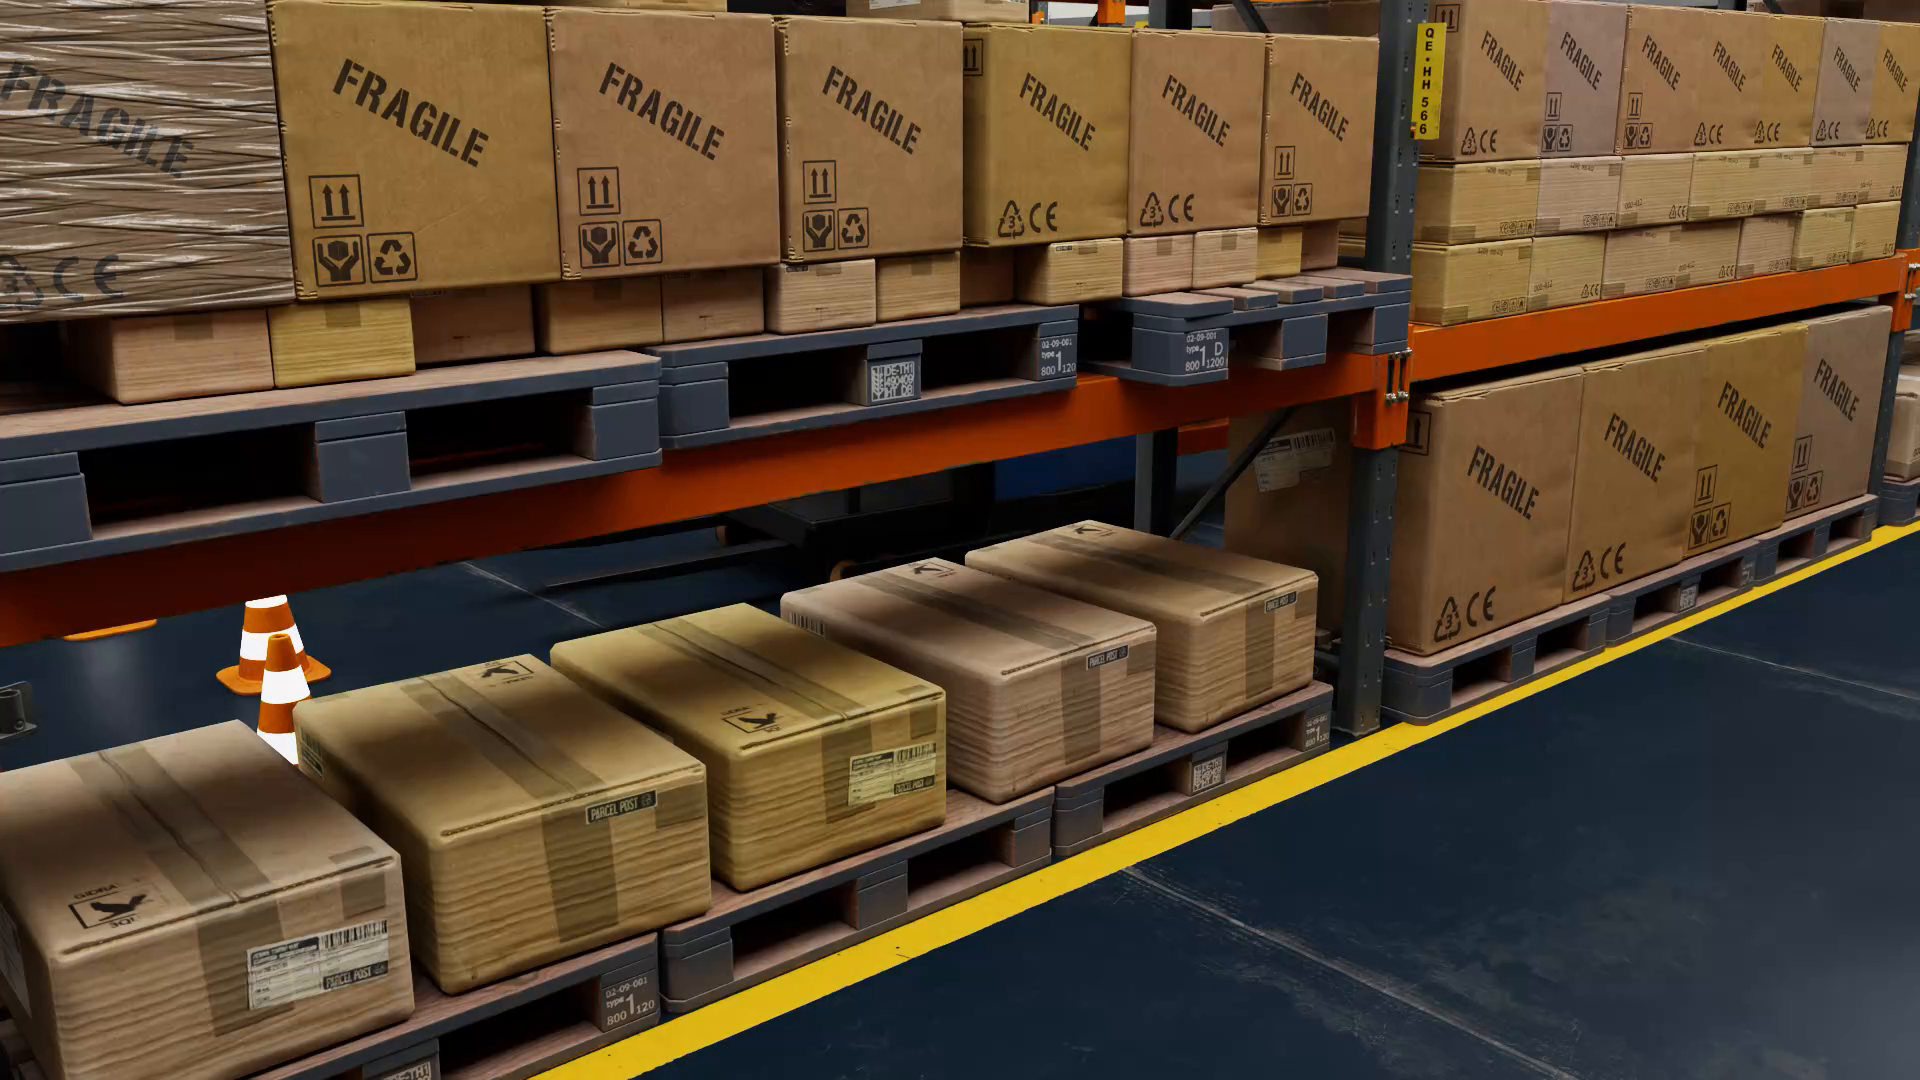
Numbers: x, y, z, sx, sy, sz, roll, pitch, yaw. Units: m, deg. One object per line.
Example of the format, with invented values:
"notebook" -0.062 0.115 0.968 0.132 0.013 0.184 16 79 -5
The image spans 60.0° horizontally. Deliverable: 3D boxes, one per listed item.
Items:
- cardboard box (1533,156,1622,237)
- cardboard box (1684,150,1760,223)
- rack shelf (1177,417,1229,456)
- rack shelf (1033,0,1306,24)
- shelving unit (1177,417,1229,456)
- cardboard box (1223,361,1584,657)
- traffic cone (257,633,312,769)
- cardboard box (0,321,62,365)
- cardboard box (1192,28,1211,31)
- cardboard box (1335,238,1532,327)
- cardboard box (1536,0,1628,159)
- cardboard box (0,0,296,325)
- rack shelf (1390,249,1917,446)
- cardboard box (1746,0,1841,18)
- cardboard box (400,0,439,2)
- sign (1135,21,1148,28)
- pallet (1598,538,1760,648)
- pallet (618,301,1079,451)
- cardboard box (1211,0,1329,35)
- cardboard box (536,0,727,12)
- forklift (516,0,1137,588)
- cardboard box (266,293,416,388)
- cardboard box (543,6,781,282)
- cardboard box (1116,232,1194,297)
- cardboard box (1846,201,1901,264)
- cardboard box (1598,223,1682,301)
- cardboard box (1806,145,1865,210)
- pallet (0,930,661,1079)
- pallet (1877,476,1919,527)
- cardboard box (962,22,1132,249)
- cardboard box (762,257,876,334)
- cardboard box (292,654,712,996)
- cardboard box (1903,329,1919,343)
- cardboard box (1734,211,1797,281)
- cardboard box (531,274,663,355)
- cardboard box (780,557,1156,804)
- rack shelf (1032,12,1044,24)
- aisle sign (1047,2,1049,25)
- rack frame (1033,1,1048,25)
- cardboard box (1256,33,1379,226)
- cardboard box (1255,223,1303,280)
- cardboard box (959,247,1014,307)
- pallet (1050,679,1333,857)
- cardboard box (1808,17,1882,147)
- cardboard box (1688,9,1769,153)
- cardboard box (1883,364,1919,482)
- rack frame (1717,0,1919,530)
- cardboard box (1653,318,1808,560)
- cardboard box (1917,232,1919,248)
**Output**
"cardboard box" 1.928 -1.208 5.782 0.500 0.250 0.500 -12 19 -38
"cardboard box" 2.704 -1.373 6.401 0.500 0.250 0.500 -12 19 -38
"rack shelf" 1.209 -0.513 8.439 1.000 0.278 0.538 -10 18 -34
"rack shelf" 2.194 -3.978 12.413 4.000 0.370 1.077 -13 19 -39
"shelving unit" 1.209 -0.749 8.376 1.048 1.125 0.538 -10 18 -34
"cardboard box" 1.569 -0.191 5.956 0.875 0.875 0.875 -13 20 -40
"traffic cone" -2.008 0.507 4.956 0.334 0.463 0.336 -13 19 -39
"cardboard box" -1.817 -0.459 3.328 0.250 0.149 0.380 -12 19 -39
"cardboard box" 1.567 -3.333 11.707 0.500 0.500 0.500 -13 20 -41
"cardboard box" 1.528 -0.875 5.505 0.500 0.250 0.500 -13 20 -40
"cardboard box" 1.894 -1.567 5.673 0.500 0.500 0.500 -13 19 -39
"cardboard box" -1.482 -0.655 2.805 0.500 0.500 0.500 -12 19 -38
"rack shelf" 2.502 -0.905 6.720 4.000 0.370 1.077 -13 19 -39
"cardboard box" 4.034 -2.550 8.097 0.250 0.149 0.380 -13 20 -40
"cardboard box" -1.313 -1.186 3.537 0.250 0.149 0.380 -13 20 -41
"sign" 0.627 -1.581 5.612 0.005 0.325 0.100 -13 19 -39
"pallet" 2.558 0.109 6.933 1.213 0.211 1.003 -13 19 -39
"pallet" -0.473 -0.478 4.098 1.213 0.211 1.003 -13 19 -39
"cardboard box" 1.212 -1.584 5.735 0.500 0.500 0.500 -13 20 -41
"cardboard box" -0.685 -1.159 3.437 0.250 0.149 0.380 -11 19 -36
"forklift" -0.510 -1.322 7.020 3.031 2.935 1.130 -10 18 -34
"cardboard box" -1.206 -0.390 3.072 0.250 0.149 0.380 -12 19 -38
"cardboard box" -0.723 -0.821 3.427 0.500 0.500 0.500 -13 20 -40
"cardboard box" 0.390 -0.742 4.389 0.250 0.149 0.380 -14 20 -42
"cardboard box" 3.838 -1.394 7.447 0.500 0.250 0.500 -13 20 -41
"cardboard box" 2.303 -1.054 6.172 0.500 0.250 0.500 -12 19 -38
"cardboard box" 3.466 -1.552 7.071 0.500 0.250 0.500 -12 19 -38
"pallet" -1.438 0.979 3.677 1.213 0.211 1.003 -13 19 -39
"pallet" 4.636 -0.358 8.681 1.213 0.211 1.003 -13 19 -39
"cardboard box" 0.070 -1.002 4.106 0.500 0.500 0.500 -14 21 -43
"cardboard box" -0.398 -0.565 3.727 0.250 0.149 0.380 -12 19 -37
"cardboard box" -1.090 0.619 3.900 0.625 0.372 0.950 -11 19 -36
"cardboard box" 5.911 -0.946 9.631 0.875 0.438 0.875 -12 19 -38
"cardboard box" 3.060 -1.226 6.819 0.500 0.250 0.500 -13 20 -41
"cardboard box" -0.820 -0.489 3.441 0.250 0.149 0.380 -12 19 -39
"cardboard box" 0.009 0.373 4.819 0.625 0.372 0.950 -13 20 -40
"rack shelf" -0.986 -4.961 16.092 4.000 0.370 1.077 -13 19 -39
"aisle sign" 0.774 -5.408 17.147 0.004 0.787 0.394 -13 19 -39
"rack frame" 0.523 -4.198 17.655 0.127 3.000 1.000 -13 19 -39
"cardboard box" 0.833 -1.178 4.762 0.500 0.500 0.500 -13 20 -41
"cardboard box" 0.746 -0.835 4.735 0.250 0.149 0.380 -12 19 -39
"cardboard box" -0.081 -0.675 4.136 0.250 0.149 0.380 -12 19 -39
"pallet" 0.403 0.565 5.224 1.213 0.211 1.003 -13 19 -39
"cardboard box" 3.453 -1.909 6.954 0.500 0.500 0.500 -12 19 -38
"cardboard box" 2.677 -1.737 6.307 0.500 0.500 0.500 -12 19 -38
"cardboard box" 4.555 -0.642 8.492 0.875 0.438 0.875 -13 20 -40
"rack frame" 4.011 -1.591 7.896 0.127 3.000 1.000 -13 19 -39
"cardboard box" 2.919 -0.493 7.086 0.875 0.875 0.875 -12 19 -38
"cardboard box" 4.537 -1.668 7.990 0.500 0.500 0.500 -12 19 -38
